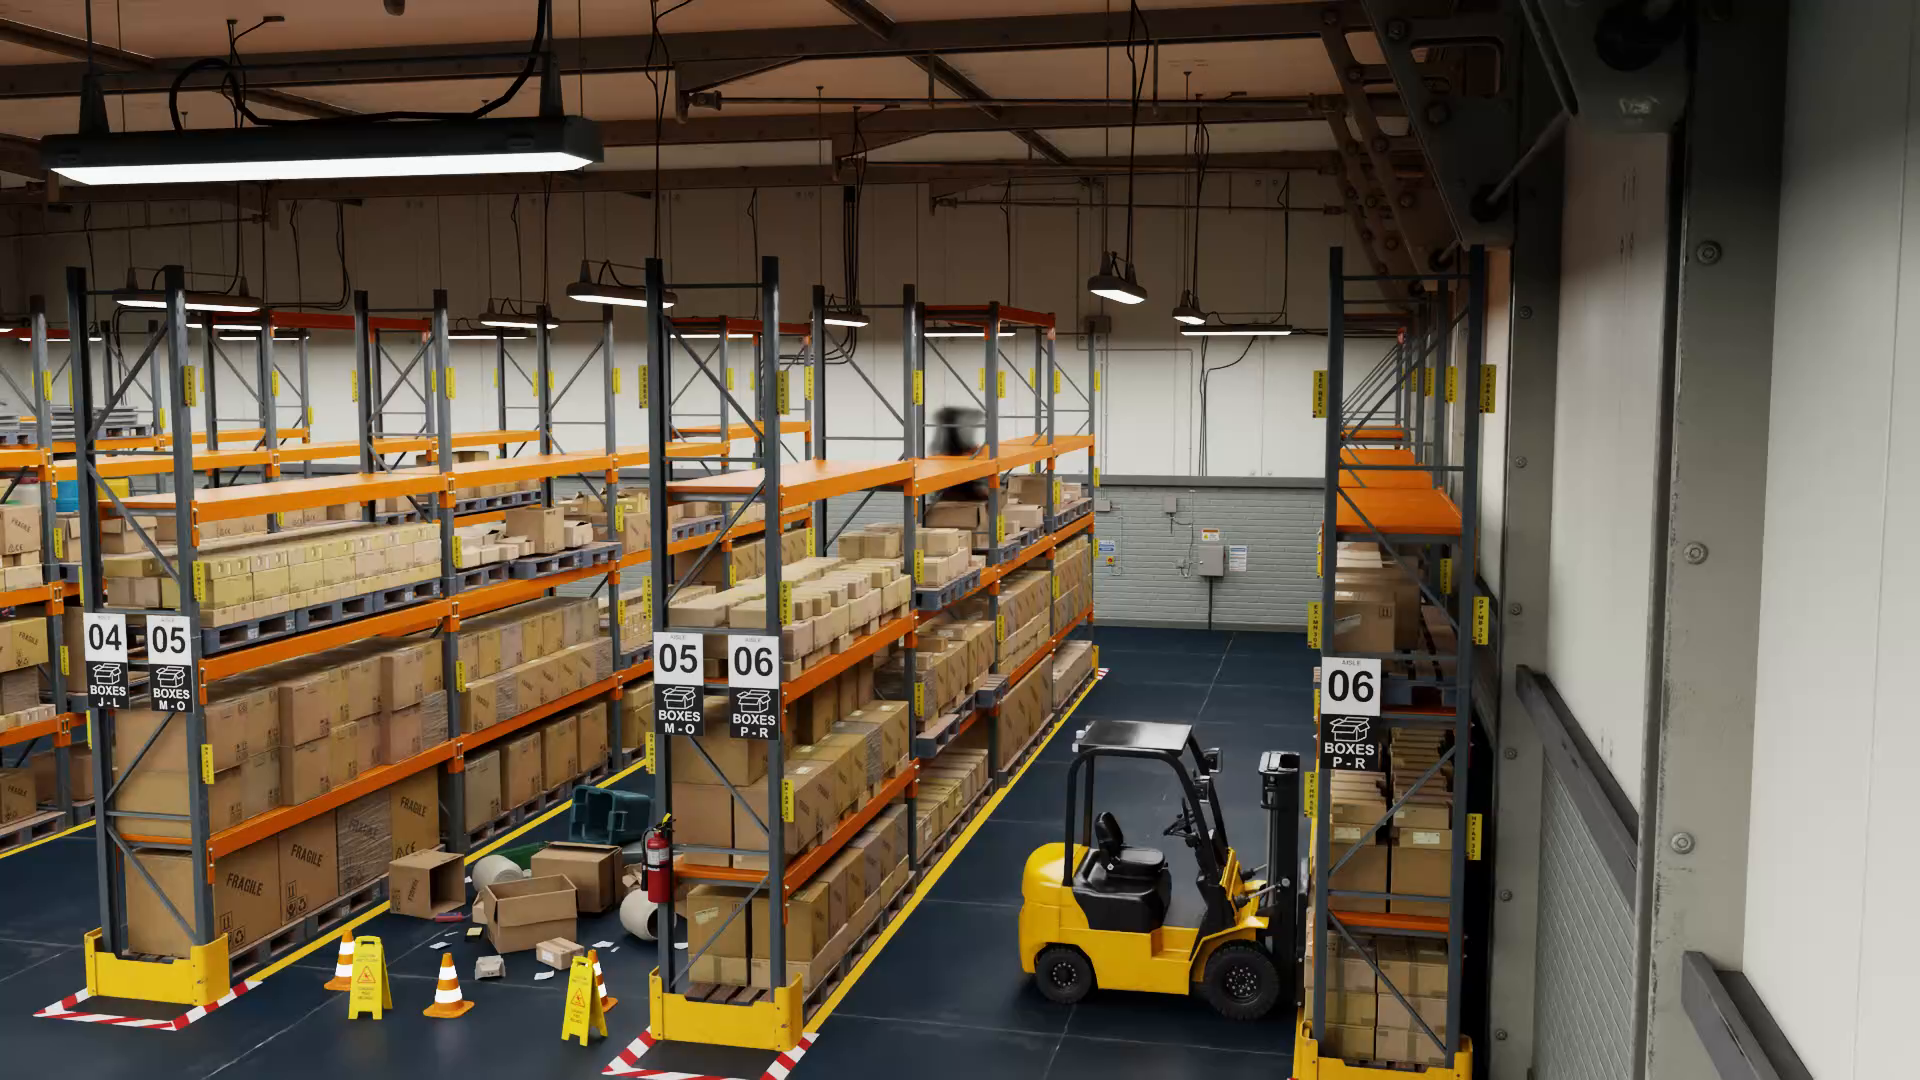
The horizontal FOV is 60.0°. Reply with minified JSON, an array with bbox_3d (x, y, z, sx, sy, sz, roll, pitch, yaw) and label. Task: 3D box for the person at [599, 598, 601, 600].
[{"bbox_3d":[-5.552,1.717,25.739,0.685,1.710,0.696,0,6,-1],"label":"person"}]
